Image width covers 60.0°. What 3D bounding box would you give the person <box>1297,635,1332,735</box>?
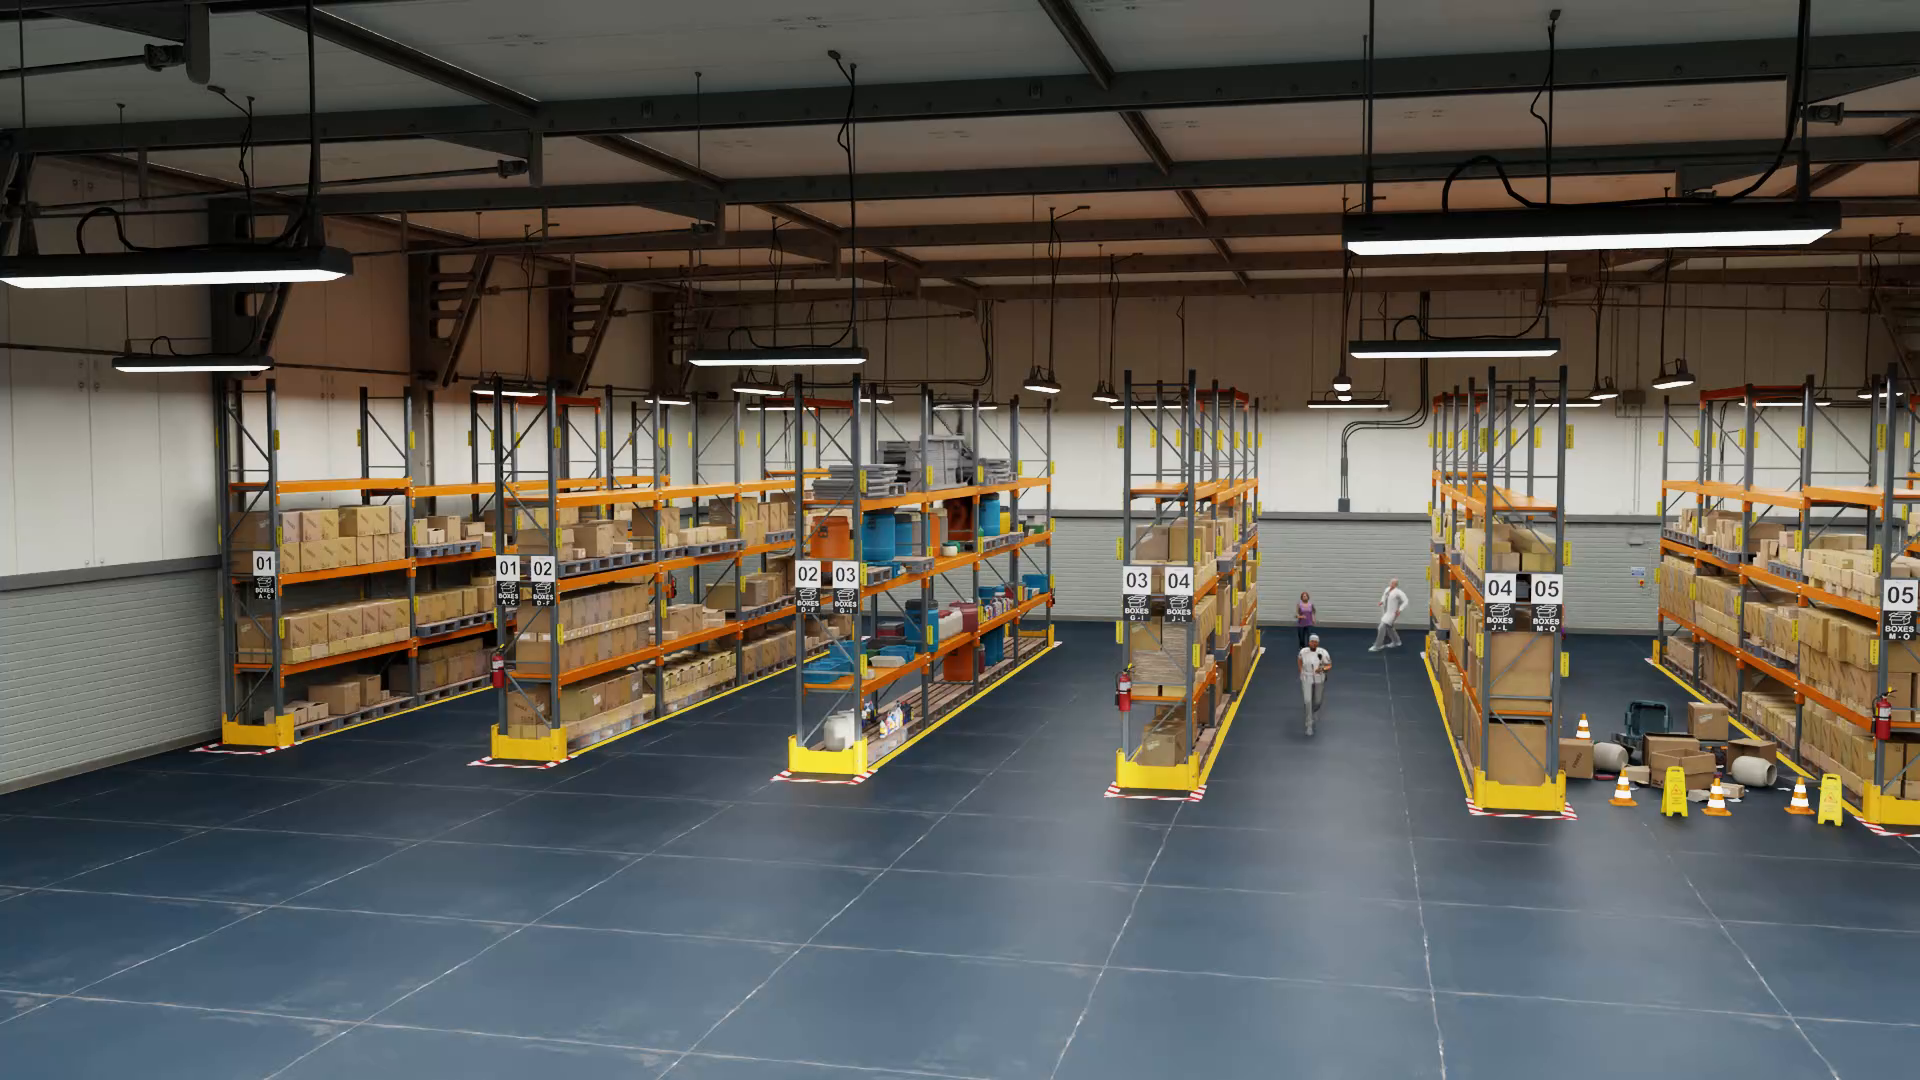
[{"bbox_3d":[6.113,2.476,28.679,0.561,1.712,1.028,0,3,5],"label":"person"}]

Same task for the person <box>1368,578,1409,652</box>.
[{"bbox_3d":[10.190,1.778,39.352,0.909,1.768,0.770,-1,4,-17],"label":"person"}]

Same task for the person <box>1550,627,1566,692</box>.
[{"bbox_3d":[11.399,2.205,32.295,0.700,1.752,1.098,1,4,15],"label":"person"}]

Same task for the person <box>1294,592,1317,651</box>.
[{"bbox_3d":[7.791,1.960,37.464,0.511,1.552,0.636,1,3,9],"label":"person"}]
